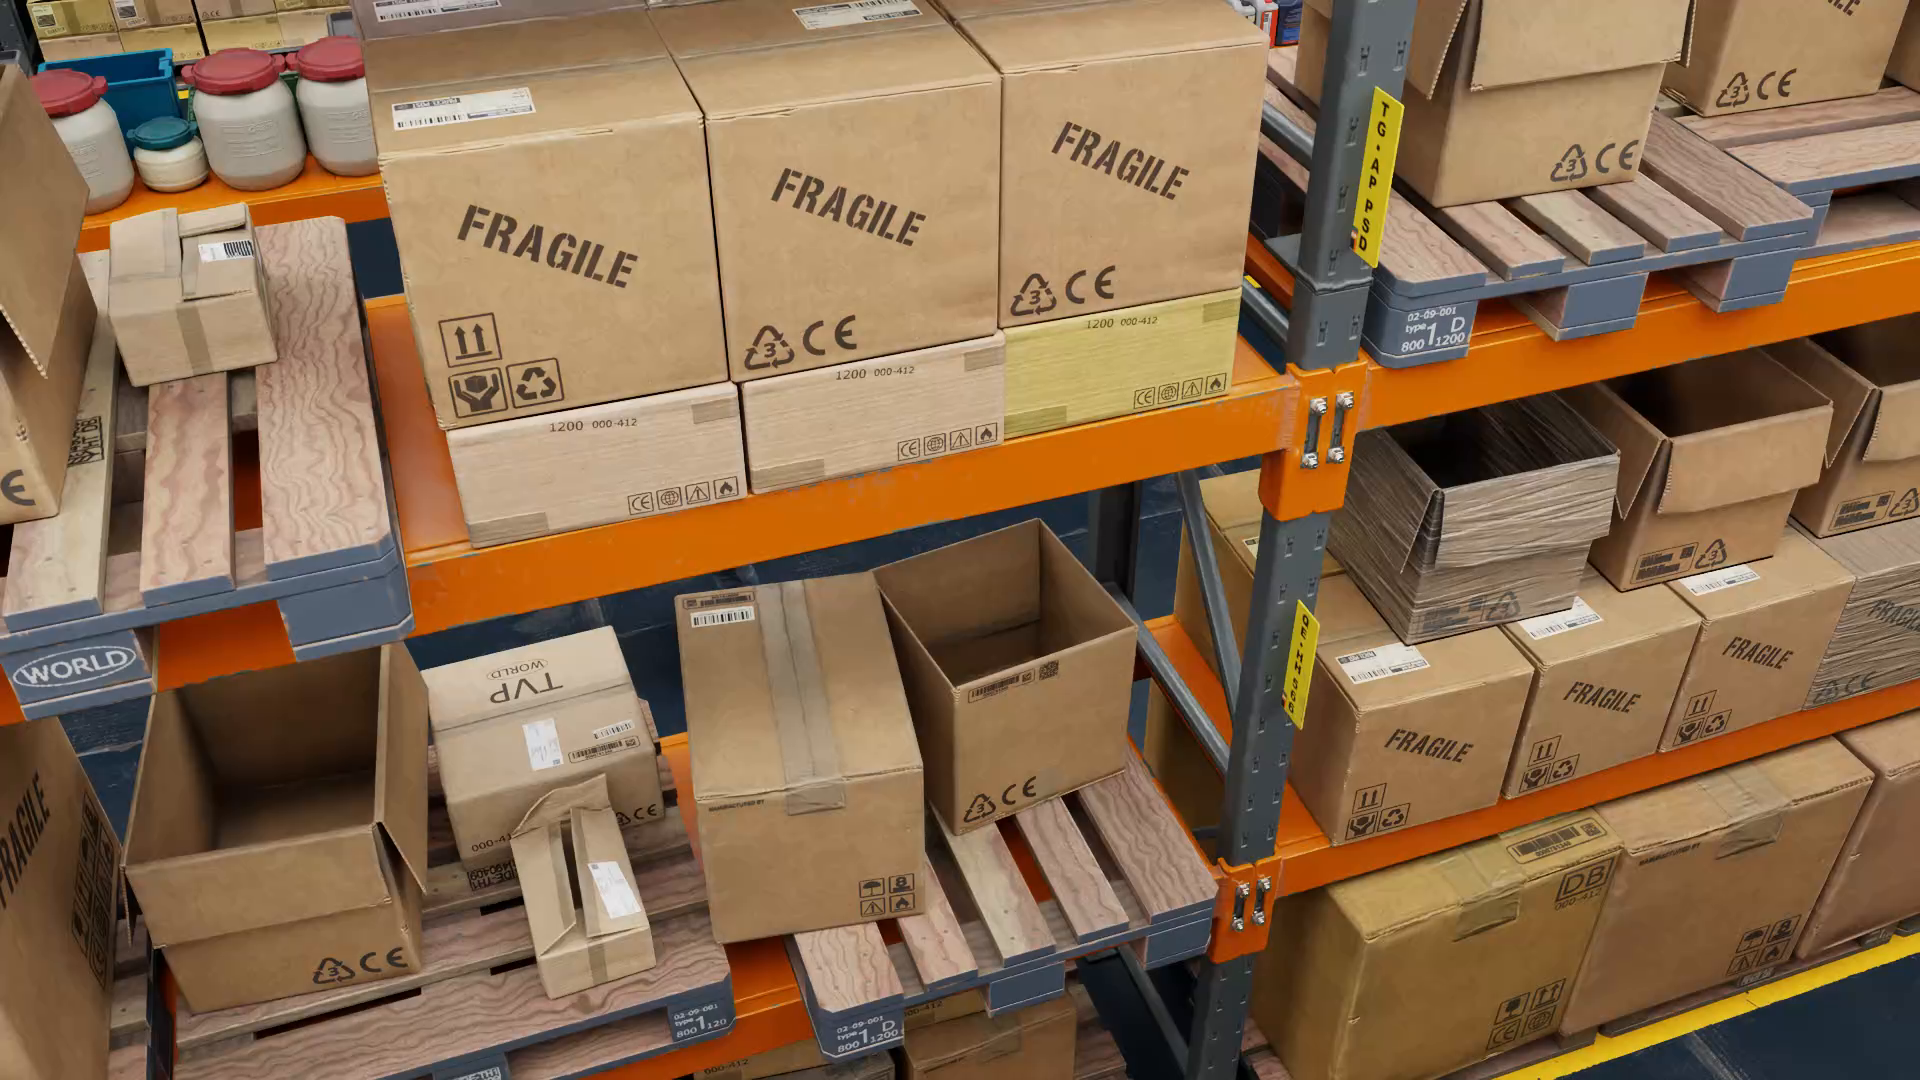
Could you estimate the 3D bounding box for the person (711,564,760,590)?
[{"bbox_3d":[-1.022,-0.268,6.487,0.577,1.758,0.503,-12,39,-15],"label":"person"}]
